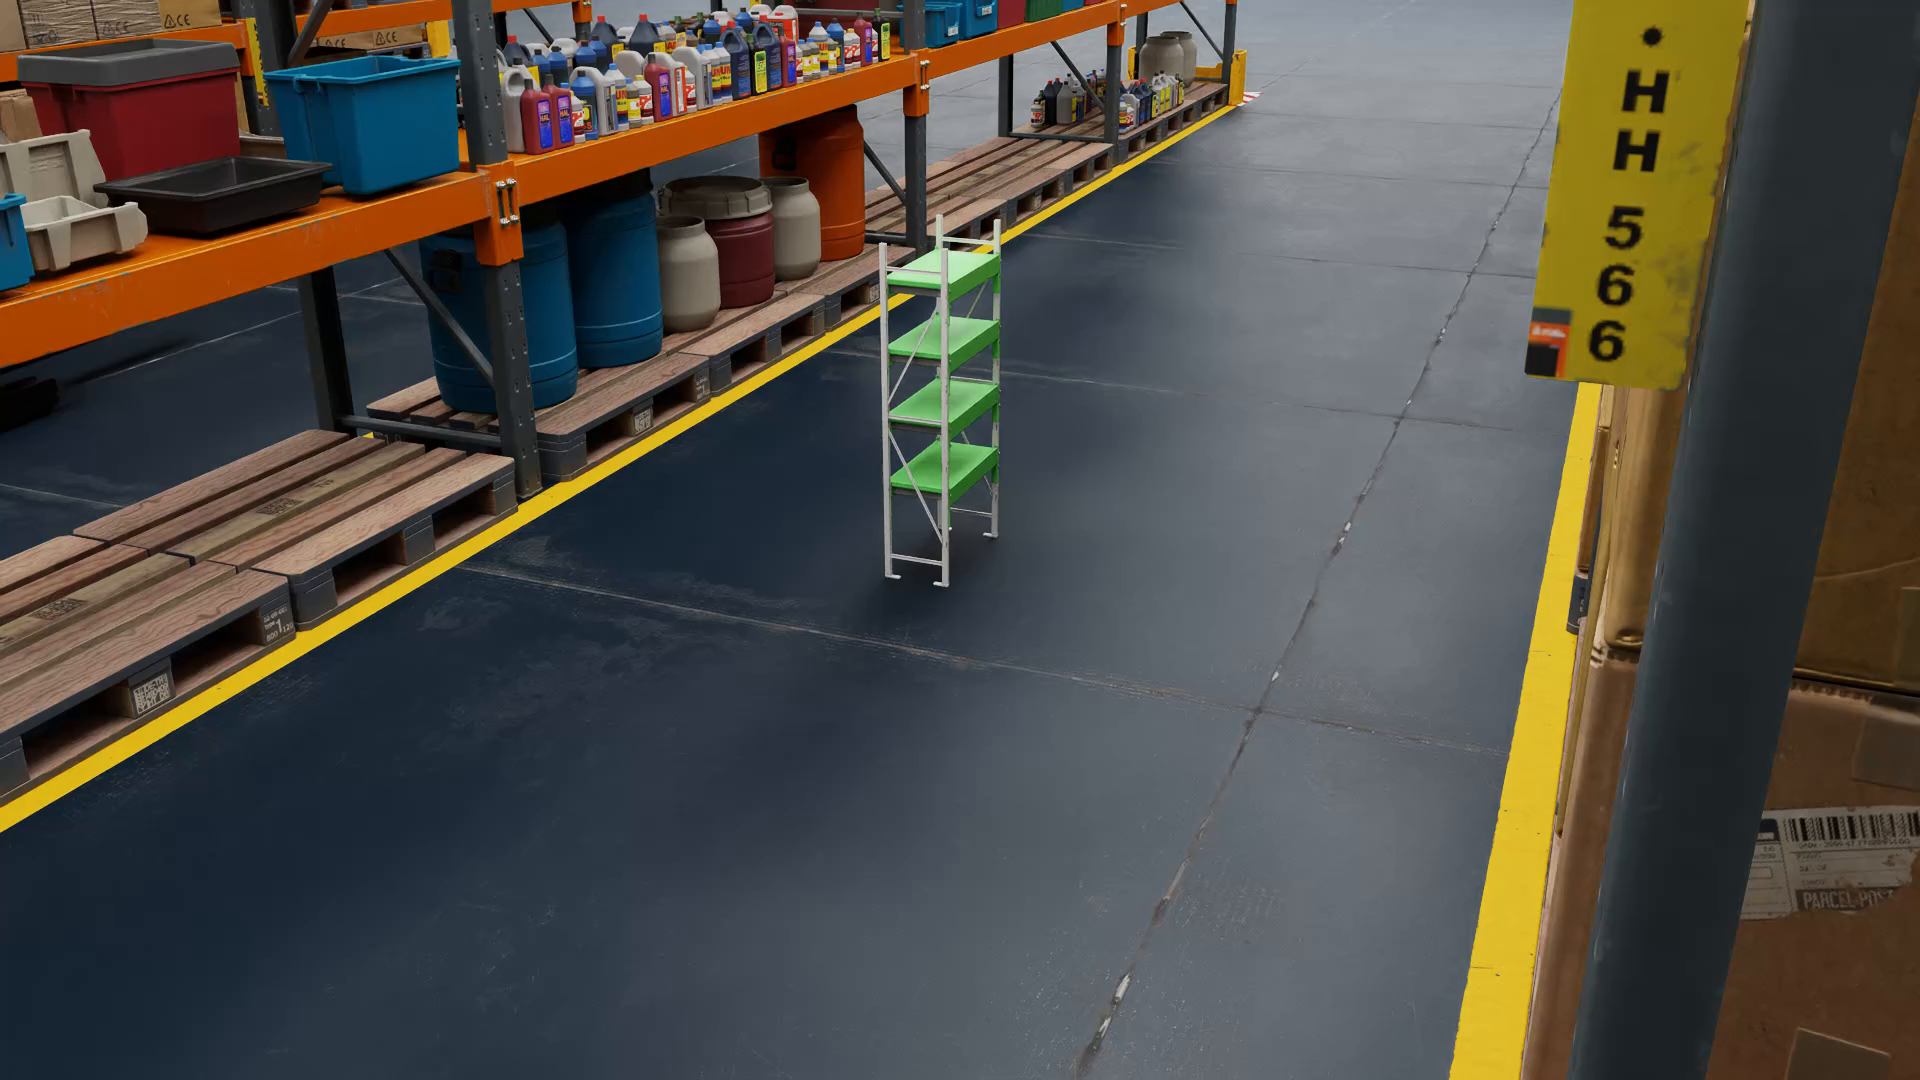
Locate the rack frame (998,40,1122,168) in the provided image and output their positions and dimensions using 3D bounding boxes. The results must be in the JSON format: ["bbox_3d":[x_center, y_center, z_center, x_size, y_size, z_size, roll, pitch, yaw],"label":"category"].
[{"bbox_3d":[0.800,-4.494,13.117,1.000,3.000,0.127,9,24,20],"label":"rack frame"}]

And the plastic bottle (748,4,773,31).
[{"bbox_3d":[-1.147,-2.897,9.454,0.152,0.276,0.135,9,24,20],"label":"plastic bottle"}]

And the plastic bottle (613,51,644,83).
[{"bbox_3d":[-1.443,-2.038,7.398,0.152,0.276,0.135,9,24,20],"label":"plastic bottle"}]

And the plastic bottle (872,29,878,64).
[{"bbox_3d":[-0.500,-2.726,9.143,0.097,0.201,0.097,0,23,0],"label":"plastic bottle"}]

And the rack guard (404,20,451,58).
[{"bbox_3d":[-6.872,-6.236,20.530,1.175,0.500,0.348,9,24,20],"label":"rack guard"}]

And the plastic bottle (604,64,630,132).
[{"bbox_3d":[-1.442,-1.851,6.957,0.097,0.271,0.097,0,23,0],"label":"plastic bottle"}]

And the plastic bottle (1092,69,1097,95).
[{"bbox_3d":[1.222,-4.192,15.348,0.061,0.283,0.133,9,24,21],"label":"plastic bottle"}]

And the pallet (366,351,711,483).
[{"bbox_3d":[-1.846,-0.614,7.447,1.003,0.211,1.213,9,24,20],"label":"pallet"}]

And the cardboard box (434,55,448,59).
[{"bbox_3d":[-4.241,-3.868,14.290,0.700,0.500,0.500,9,24,20],"label":"cardboard box"}]

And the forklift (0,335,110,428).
[{"bbox_3d":[-4.784,-1.881,6.950,1.130,2.935,3.031,6,23,14],"label":"forklift"}]

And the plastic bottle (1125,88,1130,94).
[{"bbox_3d":[1.427,-3.736,14.272,0.097,0.271,0.097,0,23,0],"label":"plastic bottle"}]

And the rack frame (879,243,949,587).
[{"bbox_3d":[-0.152,-0.407,5.668,0.240,1.200,0.015,9,24,20],"label":"rack frame"}]

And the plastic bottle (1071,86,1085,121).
[{"bbox_3d":[0.990,-3.768,14.342,0.152,0.276,0.135,9,24,20],"label":"plastic bottle"}]

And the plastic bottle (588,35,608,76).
[{"bbox_3d":[-1.743,-2.286,7.997,0.097,0.271,0.097,0,23,0],"label":"plastic bottle"}]

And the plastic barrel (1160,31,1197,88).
[{"bbox_3d":[2.112,-4.725,16.352,0.421,0.512,0.421,0,23,0],"label":"plastic barrel"}]

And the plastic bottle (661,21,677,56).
[{"bbox_3d":[-1.522,-2.561,8.656,0.097,0.271,0.097,0,23,0],"label":"plastic bottle"}]

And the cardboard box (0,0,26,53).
[{"bbox_3d":[-5.808,-3.060,9.554,0.500,0.500,0.500,9,24,21],"label":"cardboard box"}]

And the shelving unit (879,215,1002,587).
[{"bbox_3d":[-0.062,-0.494,5.877,0.258,1.200,0.503,9,24,20],"label":"shelving unit"}]

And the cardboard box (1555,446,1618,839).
[{"bbox_3d":[1.043,0.079,2.038,0.500,0.500,0.500,9,24,21],"label":"cardboard box"}]

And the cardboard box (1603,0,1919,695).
[{"bbox_3d":[0.850,-0.195,1.398,0.500,0.500,0.500,9,24,20],"label":"cardboard box"}]

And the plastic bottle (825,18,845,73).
[{"bbox_3d":[-0.658,-2.606,8.765,0.097,0.271,0.097,0,23,0],"label":"plastic bottle"}]

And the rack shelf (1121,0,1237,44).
[{"bbox_3d":[1.543,-4.878,14.969,1.077,0.370,4.000,9,24,20],"label":"rack shelf"}]

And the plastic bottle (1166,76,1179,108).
[{"bbox_3d":[1.891,-4.065,15.053,0.152,0.276,0.135,9,24,20],"label":"plastic bottle"}]

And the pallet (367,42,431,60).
[{"bbox_3d":[-7.105,-5.796,19.853,1.003,0.211,1.213,9,24,20],"label":"pallet"}]

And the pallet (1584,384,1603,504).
[{"bbox_3d":[3.145,-0.368,6.858,1.003,0.211,1.213,9,24,20],"label":"pallet"}]

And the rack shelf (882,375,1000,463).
[{"bbox_3d":[-0.062,-0.435,5.902,0.258,0.148,0.480,9,24,20],"label":"rack shelf"}]

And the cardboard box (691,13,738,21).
[{"bbox_3d":[-2.560,-5.454,18.113,0.500,0.500,0.500,14,26,30],"label":"cardboard box"}]

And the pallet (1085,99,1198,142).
[{"bbox_3d":[1.540,-3.880,15.264,1.003,0.211,1.213,9,24,20],"label":"pallet"}]

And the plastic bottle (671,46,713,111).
[{"bbox_3d":[-1.216,-2.099,7.545,0.152,0.276,0.135,9,24,20],"label":"plastic bottle"}]

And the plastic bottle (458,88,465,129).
[{"bbox_3d":[-2.067,-1.846,7.036,0.097,0.201,0.097,0,23,0],"label":"plastic bottle"}]

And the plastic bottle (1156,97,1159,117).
[{"bbox_3d":[1.682,-3.800,14.517,0.097,0.201,0.097,0,23,0],"label":"plastic bottle"}]

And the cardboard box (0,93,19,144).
[{"bbox_3d":[-6.220,-2.105,9.610,1.225,0.875,0.875,8,24,18],"label":"cardboard box"}]

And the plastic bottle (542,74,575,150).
[{"bbox_3d":[-1.590,-1.695,6.567,0.061,0.283,0.133,9,24,20],"label":"plastic bottle"}]

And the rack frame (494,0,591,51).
[{"bbox_3d":[-3.799,-5.203,14.814,1.000,3.000,0.127,9,24,20],"label":"rack frame"}]

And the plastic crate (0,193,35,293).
[{"bbox_3d":[-2.660,-0.770,4.340,0.416,0.233,0.300,9,24,20],"label":"plastic crate"}]

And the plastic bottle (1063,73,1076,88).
[{"bbox_3d":[0.963,-3.930,14.634,0.144,0.351,0.185,9,24,20],"label":"plastic bottle"}]

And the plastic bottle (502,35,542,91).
[{"bbox_3d":[-1.932,-2.029,7.281,0.144,0.351,0.185,9,24,20],"label":"plastic bottle"}]

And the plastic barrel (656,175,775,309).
[{"bbox_3d":[-1.271,-1.562,8.681,0.600,0.588,0.708,9,24,20],"label":"plastic barrel"}]

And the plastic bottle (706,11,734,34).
[{"bbox_3d":[-1.319,-2.731,9.057,0.152,0.276,0.135,9,24,20],"label":"plastic bottle"}]

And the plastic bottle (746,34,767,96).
[{"bbox_3d":[-0.983,-2.280,7.968,0.061,0.283,0.133,9,24,20],"label":"plastic bottle"}]

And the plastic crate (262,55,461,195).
[{"bbox_3d":[-2.028,-1.435,5.737,0.392,0.384,0.575,9,24,20],"label":"plastic crate"}]

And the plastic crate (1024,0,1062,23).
[{"bbox_3d":[0.415,-3.732,11.569,0.450,0.188,0.662,9,24,20],"label":"plastic crate"}]

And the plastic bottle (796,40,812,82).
[{"bbox_3d":[-0.803,-2.435,8.444,0.097,0.201,0.097,0,23,0],"label":"plastic bottle"}]

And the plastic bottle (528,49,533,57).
[{"bbox_3d":[-2.002,-2.072,7.480,0.152,0.276,0.135,9,24,20],"label":"plastic bottle"}]

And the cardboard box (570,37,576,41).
[{"bbox_3d":[-3.407,-4.587,16.037,0.500,0.500,0.500,18,29,37],"label":"cardboard box"}]

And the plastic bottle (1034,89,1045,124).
[{"bbox_3d":[0.672,-3.663,14.080,0.061,0.283,0.133,10,25,23],"label":"plastic bottle"}]

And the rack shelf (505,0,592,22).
[{"bbox_3d":[-3.056,-5.587,16.666,1.077,0.370,4.000,9,24,20],"label":"rack shelf"}]

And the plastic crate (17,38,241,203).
[{"bbox_3d":[-2.736,-1.405,5.560,0.402,0.464,0.583,9,24,20],"label":"plastic crate"}]

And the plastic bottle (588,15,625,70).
[{"bbox_3d":[-1.725,-2.378,8.116,0.144,0.351,0.185,9,24,20],"label":"plastic bottle"}]

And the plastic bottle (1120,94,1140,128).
[{"bbox_3d":[1.420,-3.611,13.966,0.152,0.276,0.135,10,25,22],"label":"plastic bottle"}]

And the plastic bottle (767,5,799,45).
[{"bbox_3d":[-1.005,-2.875,9.401,0.152,0.276,0.135,9,24,20],"label":"plastic bottle"}]
